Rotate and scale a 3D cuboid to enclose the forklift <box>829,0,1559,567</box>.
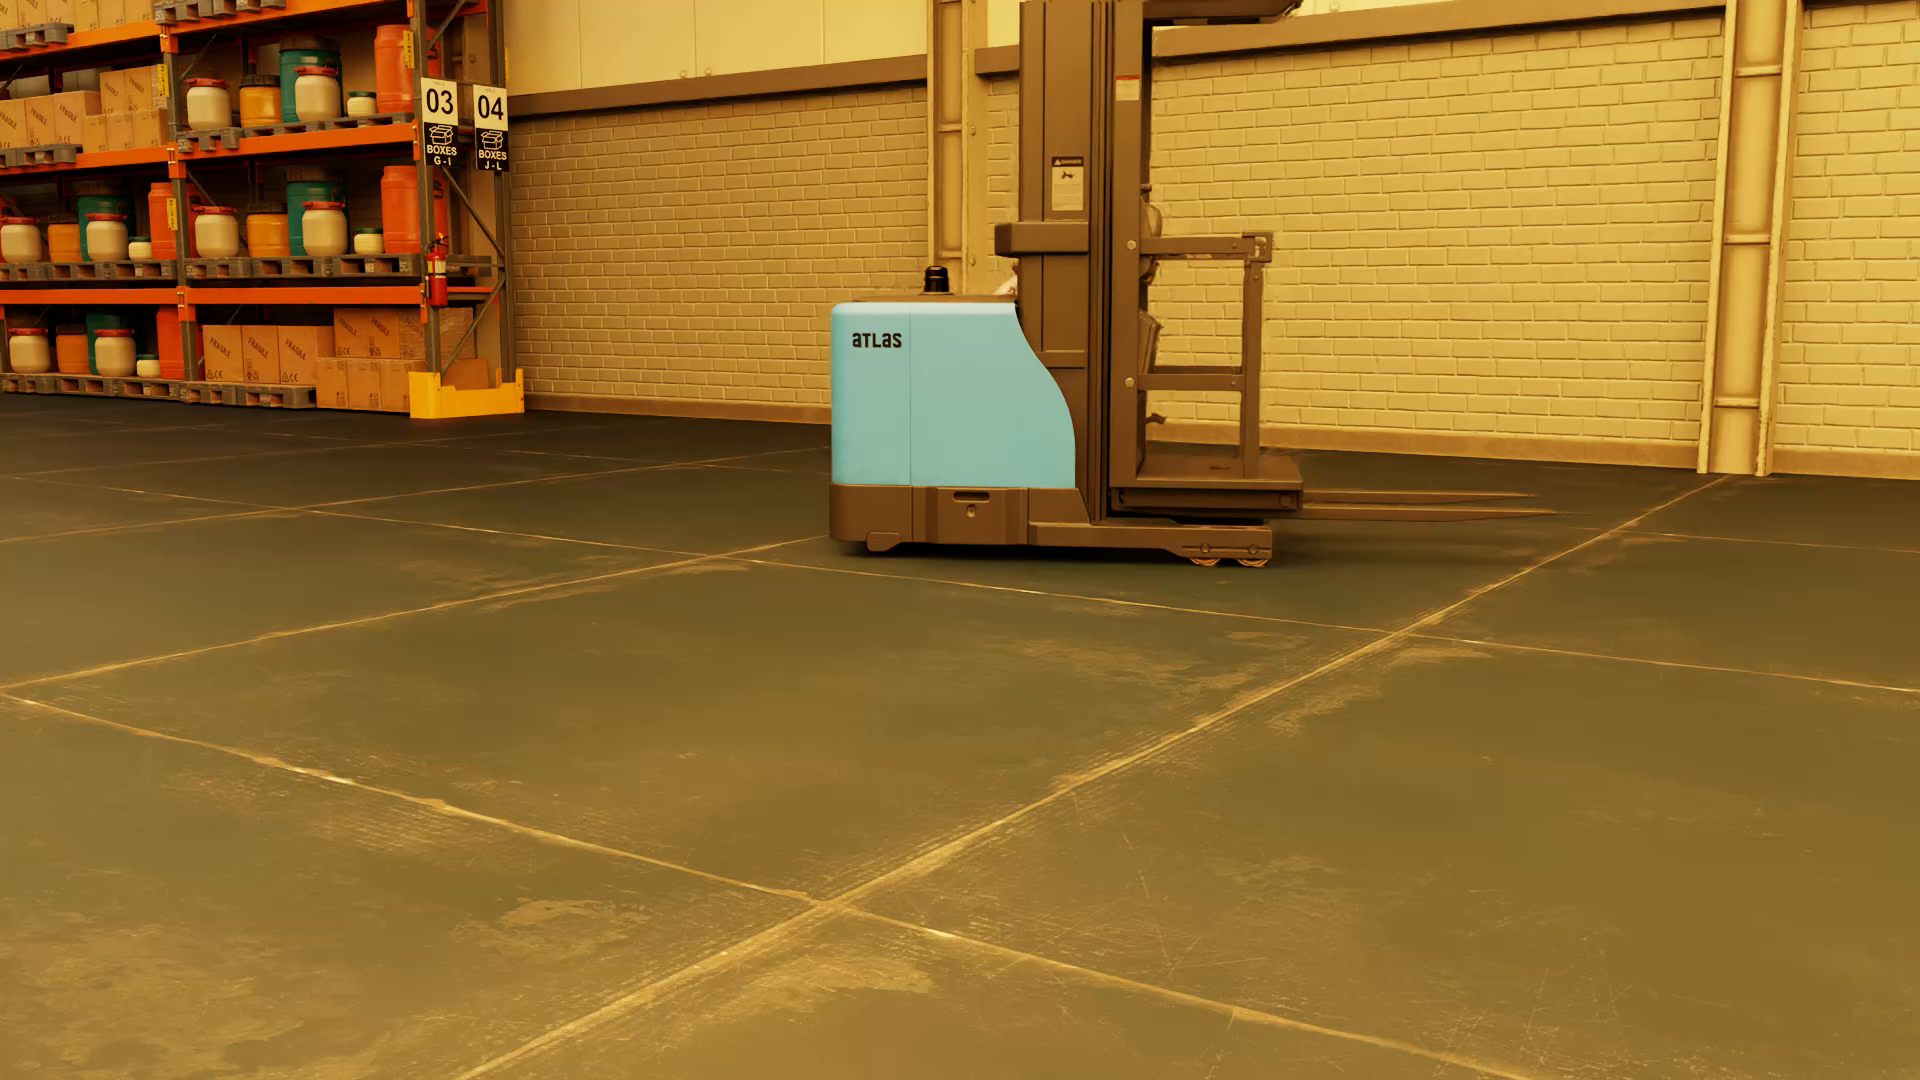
[{"bbox_3d":[1.000,-1.419,7.170,3.031,2.935,1.130,1,8,8],"label":"forklift"}]

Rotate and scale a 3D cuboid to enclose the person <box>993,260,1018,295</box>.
[{"bbox_3d":[0.399,-0.840,8.457,0.732,1.273,1.498,3,9,22],"label":"person"}]
